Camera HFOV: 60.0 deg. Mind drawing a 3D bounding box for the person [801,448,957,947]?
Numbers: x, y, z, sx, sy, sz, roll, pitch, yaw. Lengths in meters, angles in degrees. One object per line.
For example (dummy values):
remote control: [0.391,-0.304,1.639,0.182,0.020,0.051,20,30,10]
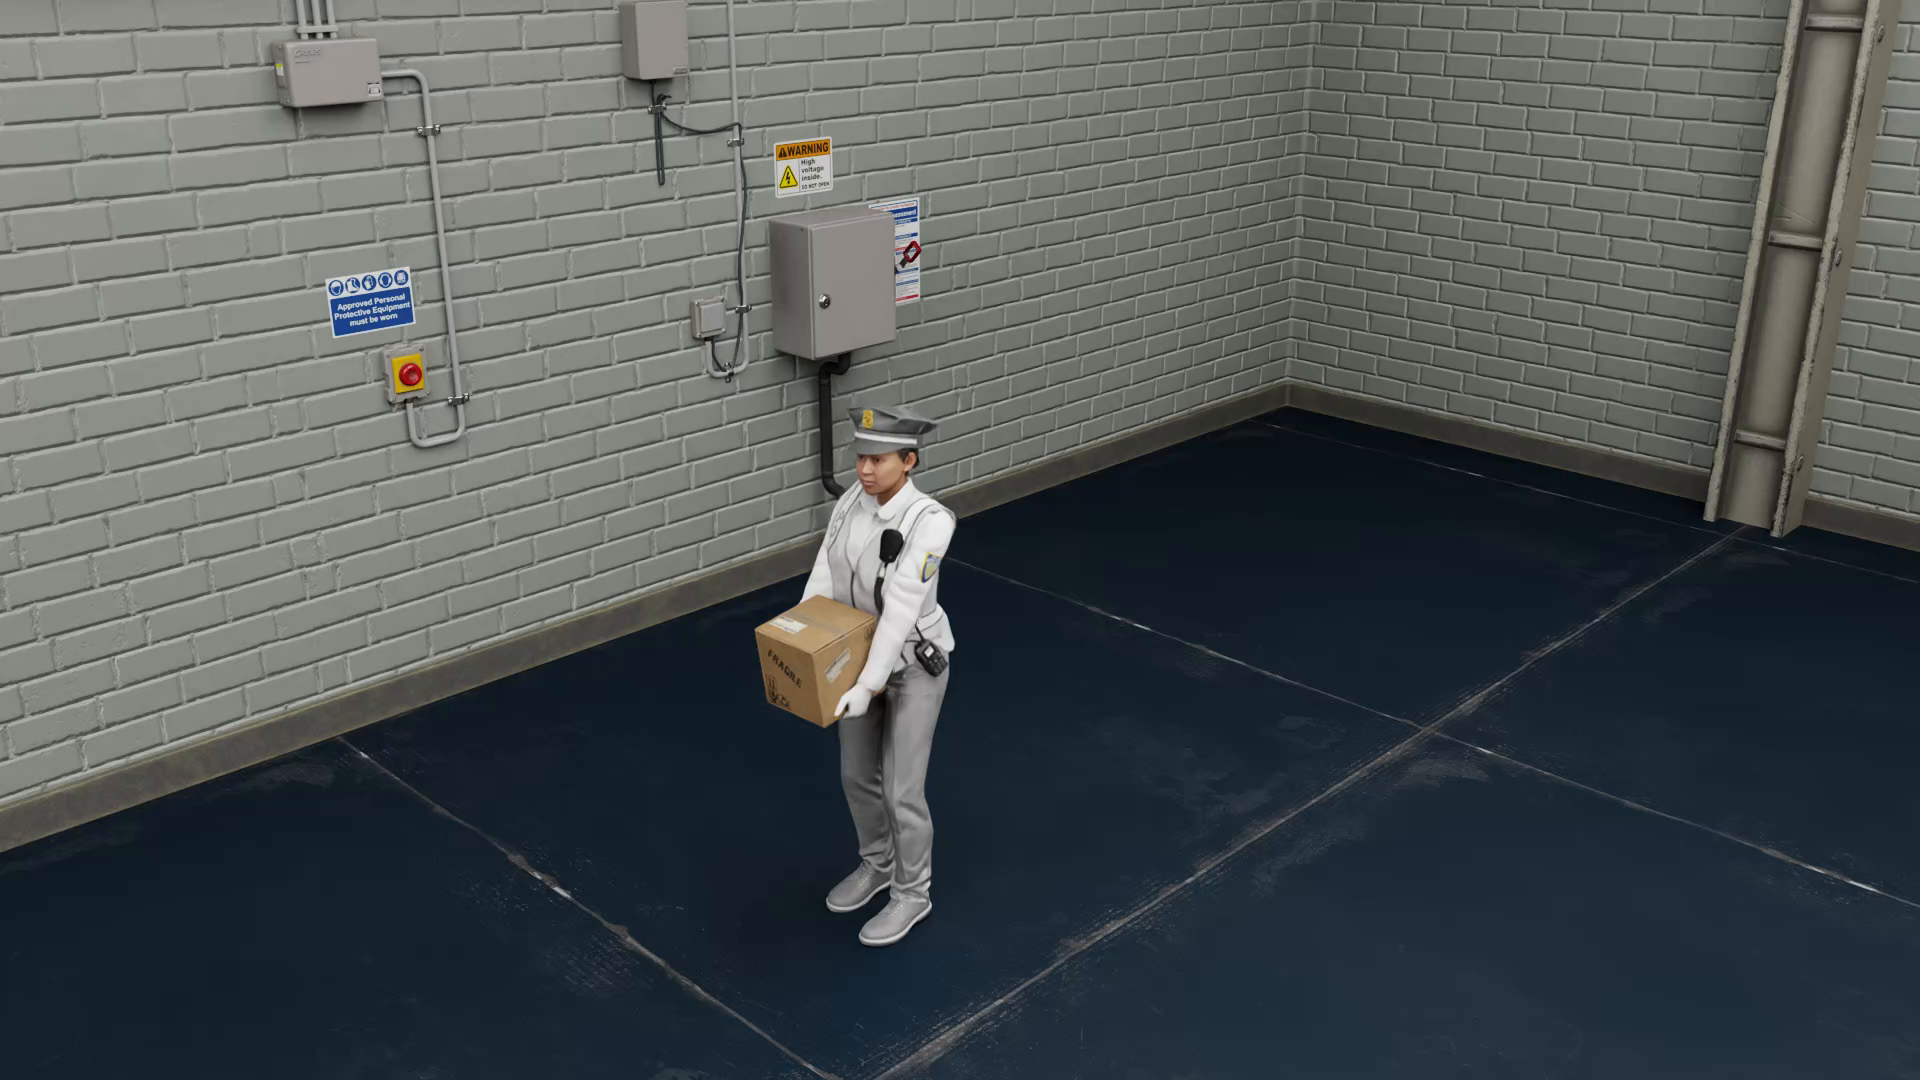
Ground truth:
person: [-0.264,0.426,4.978,0.416,1.655,0.522,18,27,40]
